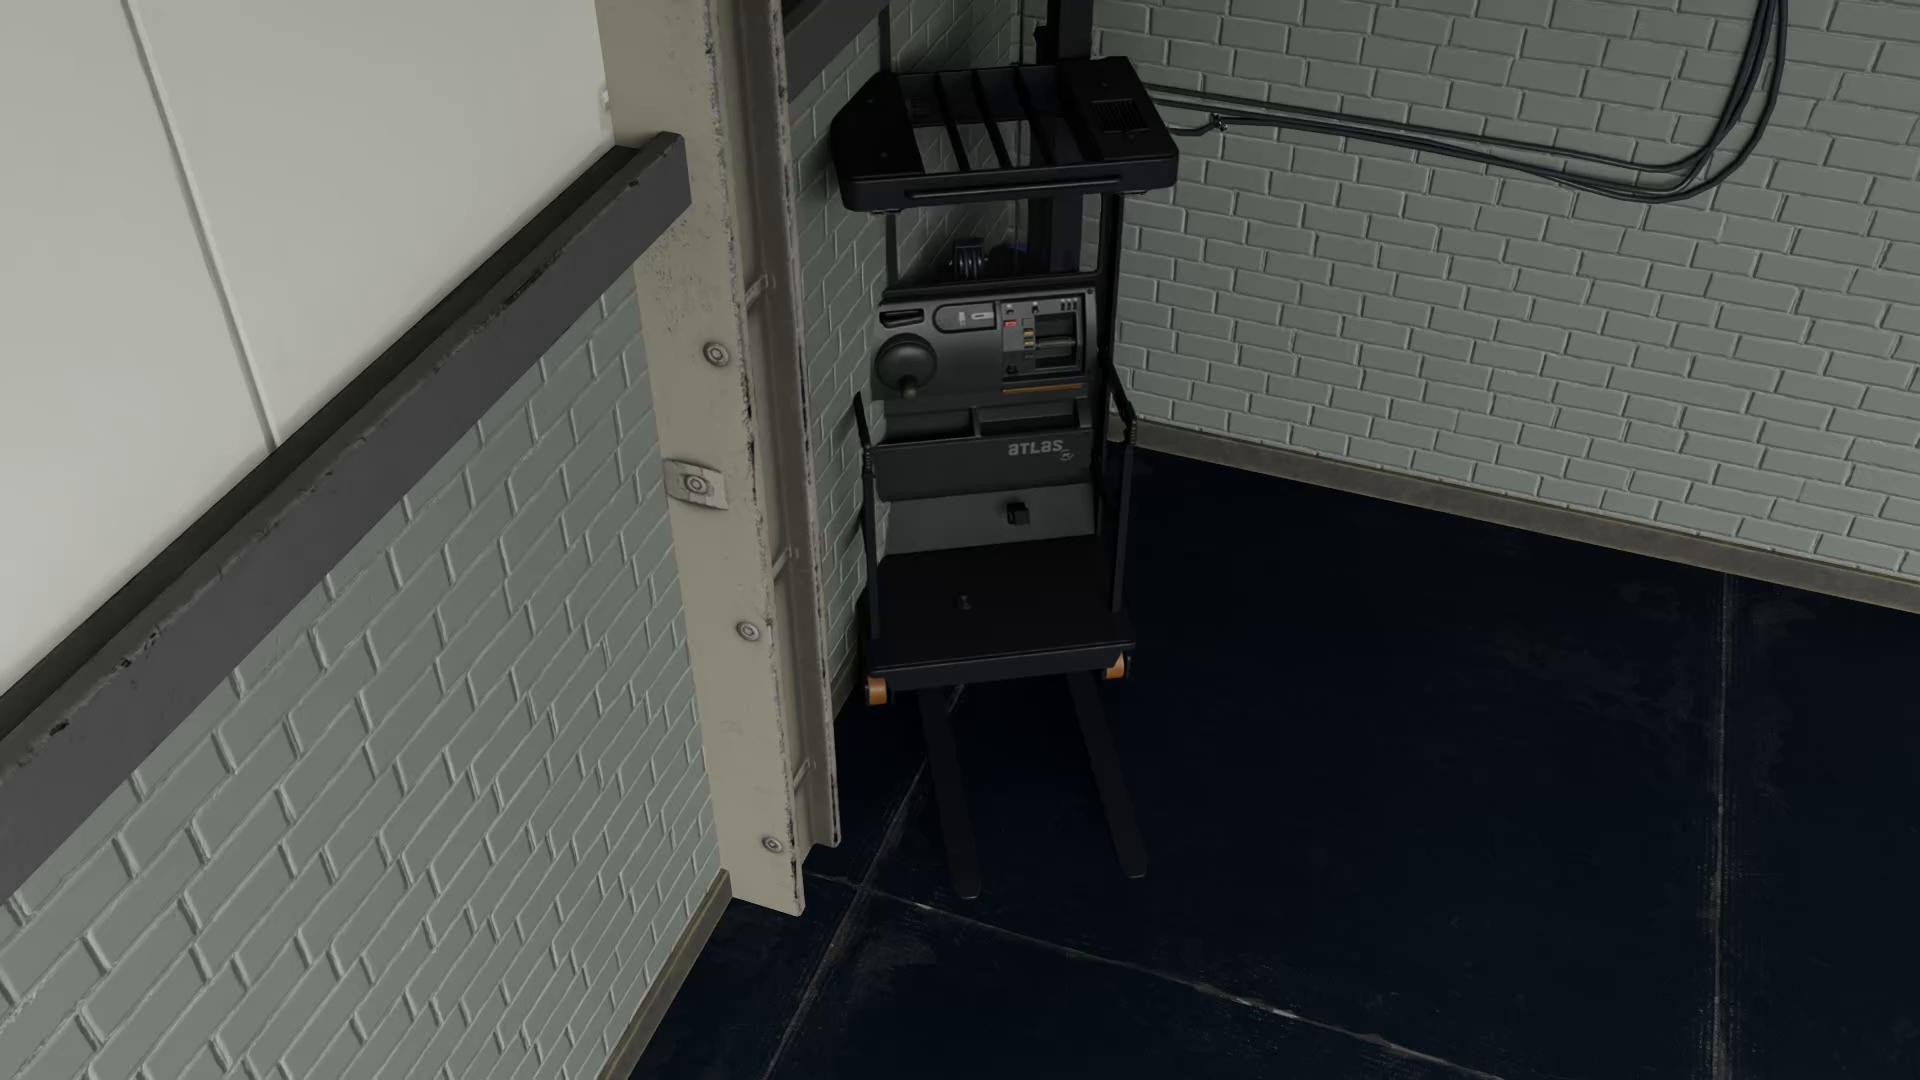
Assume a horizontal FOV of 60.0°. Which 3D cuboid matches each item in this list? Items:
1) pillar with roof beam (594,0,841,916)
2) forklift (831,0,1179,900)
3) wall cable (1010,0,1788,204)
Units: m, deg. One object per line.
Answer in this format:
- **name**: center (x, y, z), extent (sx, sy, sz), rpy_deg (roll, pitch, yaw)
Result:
- **pillar with roof beam**: center (3.381, -1.243, 2.228), extent (9.100, 9.000, 0.400), rpy_deg (13, 42, 15)
- **forklift**: center (0.103, -0.682, 6.244), extent (1.130, 2.935, 3.031), rpy_deg (-6, 41, -7)
- **wall cable**: center (1.586, -2.521, 6.118), extent (3.097, 2.526, 0.112), rpy_deg (13, 42, 15)
